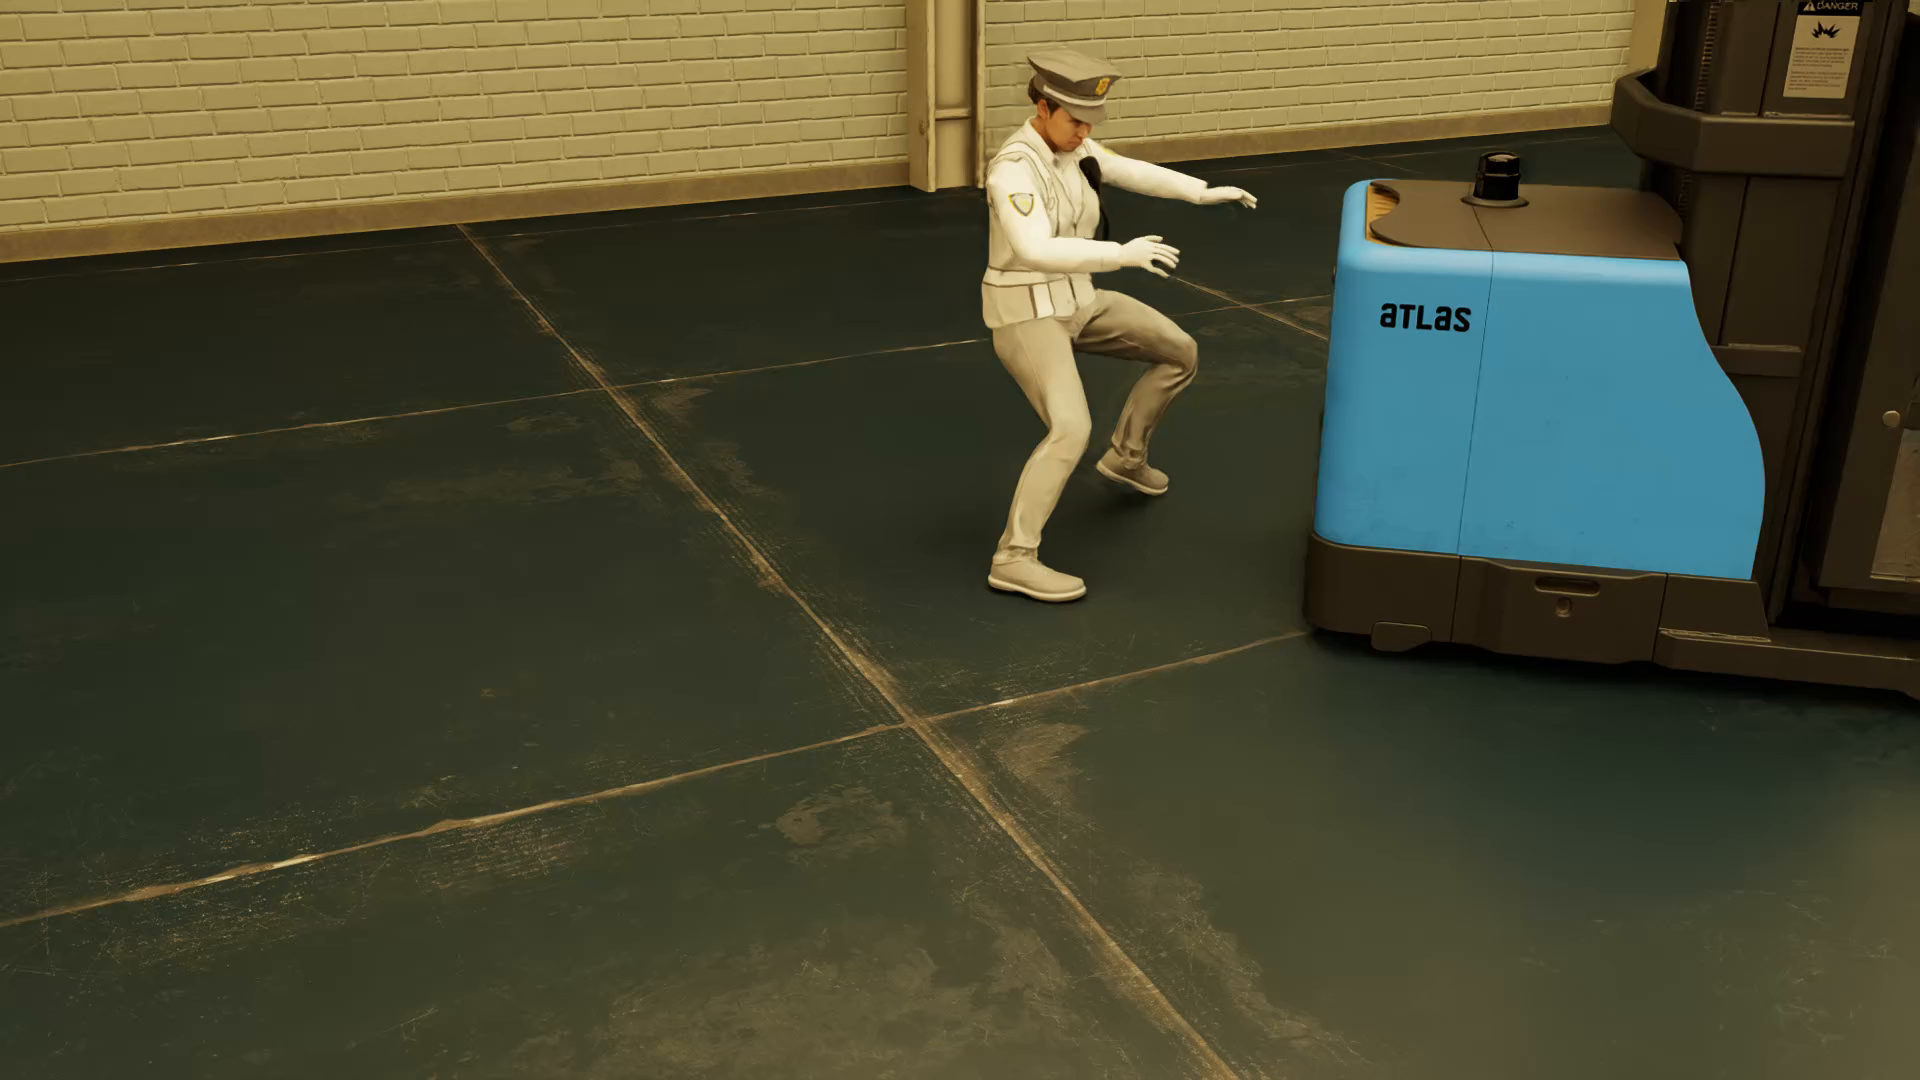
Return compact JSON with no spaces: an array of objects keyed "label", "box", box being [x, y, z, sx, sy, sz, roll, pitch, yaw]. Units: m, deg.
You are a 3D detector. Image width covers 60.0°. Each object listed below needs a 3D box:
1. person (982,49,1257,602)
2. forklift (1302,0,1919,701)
[{"label":"person","box":[0.396,-0.670,4.836,0.691,1.445,0.990,17,28,35]},{"label":"forklift","box":[2.486,-1.119,3.980,3.031,2.935,1.130,5,23,12]}]
